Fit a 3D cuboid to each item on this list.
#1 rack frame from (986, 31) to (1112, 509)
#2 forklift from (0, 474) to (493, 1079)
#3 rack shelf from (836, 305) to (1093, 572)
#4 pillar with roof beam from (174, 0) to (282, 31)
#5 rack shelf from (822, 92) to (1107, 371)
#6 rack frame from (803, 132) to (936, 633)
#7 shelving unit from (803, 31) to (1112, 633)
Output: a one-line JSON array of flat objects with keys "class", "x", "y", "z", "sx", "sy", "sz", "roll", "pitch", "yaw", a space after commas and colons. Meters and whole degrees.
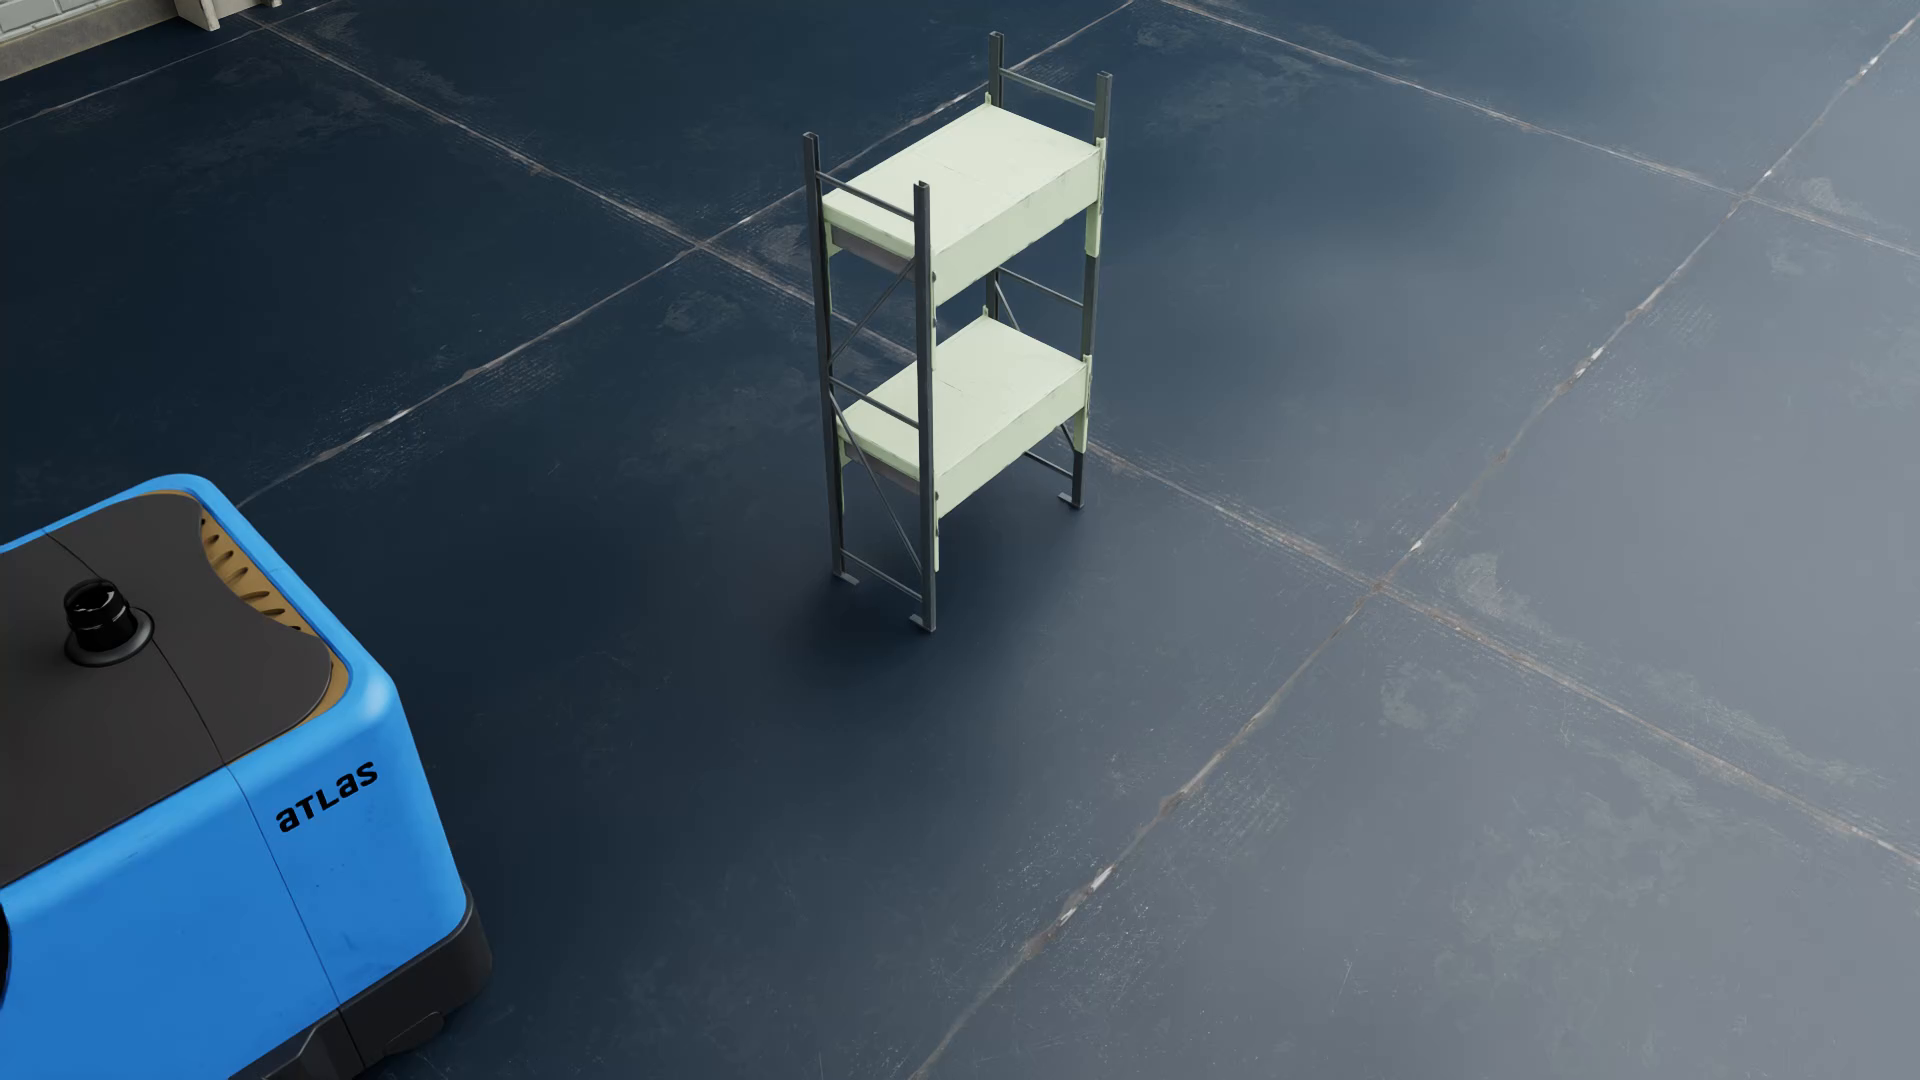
[{"class": "rack frame", "x": 0.240, "y": -0.747, "z": 4.957, "sx": 0.400, "sy": 1.500, "sz": 0.023, "roll": 29, "pitch": 50, "yaw": 28}, {"class": "forklift", "x": -2.551, "y": 0.442, "z": 2.586, "sx": 3.031, "sy": 2.935, "sz": 1.130, "roll": -32, "pitch": 51, "yaw": -30}, {"class": "rack shelf", "x": 0.004, "y": -0.317, "z": 4.969, "sx": 0.431, "sy": 0.370, "sz": 0.720, "roll": 29, "pitch": 50, "yaw": 28}, {"class": "pillar with roof beam", "x": -0.263, "y": -4.053, "z": 3.018, "sx": 9.100, "sy": 9.000, "sz": 0.400, "roll": 29, "pitch": 50, "yaw": 28}, {"class": "rack shelf", "x": 0.004, "y": -0.847, "z": 4.487, "sx": 0.431, "sy": 0.370, "sz": 0.720, "roll": 29, "pitch": 50, "yaw": 28}, {"class": "rack frame", "x": -0.231, "y": -0.370, "z": 4.542, "sx": 0.400, "sy": 1.500, "sz": 0.023, "roll": 29, "pitch": 50, "yaw": 28}, {"class": "shelving unit", "x": 0.004, "y": -0.558, "z": 4.749, "sx": 0.431, "sy": 1.500, "sz": 0.755, "roll": 29, "pitch": 50, "yaw": 28}]
